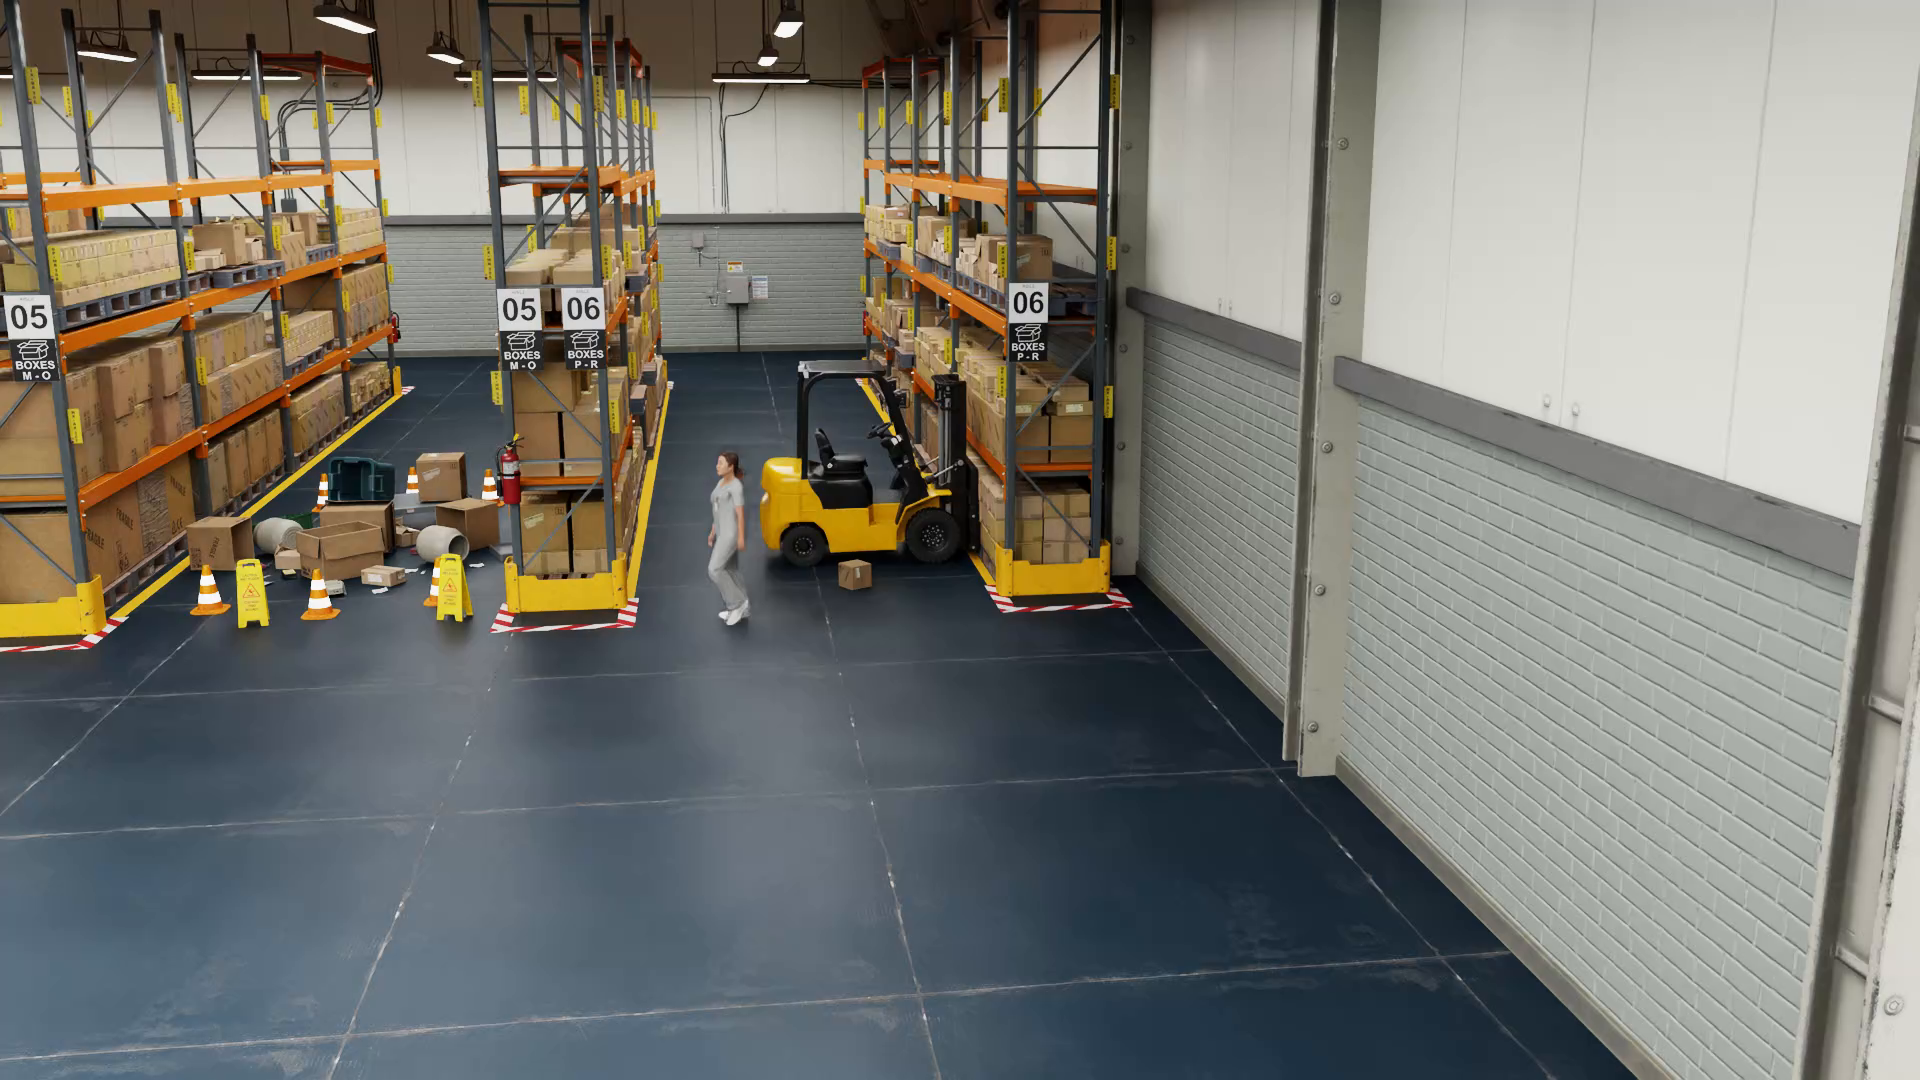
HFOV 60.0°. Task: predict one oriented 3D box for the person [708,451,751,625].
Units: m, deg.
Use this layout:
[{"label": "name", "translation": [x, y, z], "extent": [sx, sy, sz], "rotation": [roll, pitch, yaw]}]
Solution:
[{"label": "person", "translation": [-2.263, -0.022, 16.041], "extent": [0.454, 1.685, 0.439], "rotation": [-7, 15, -26]}]
